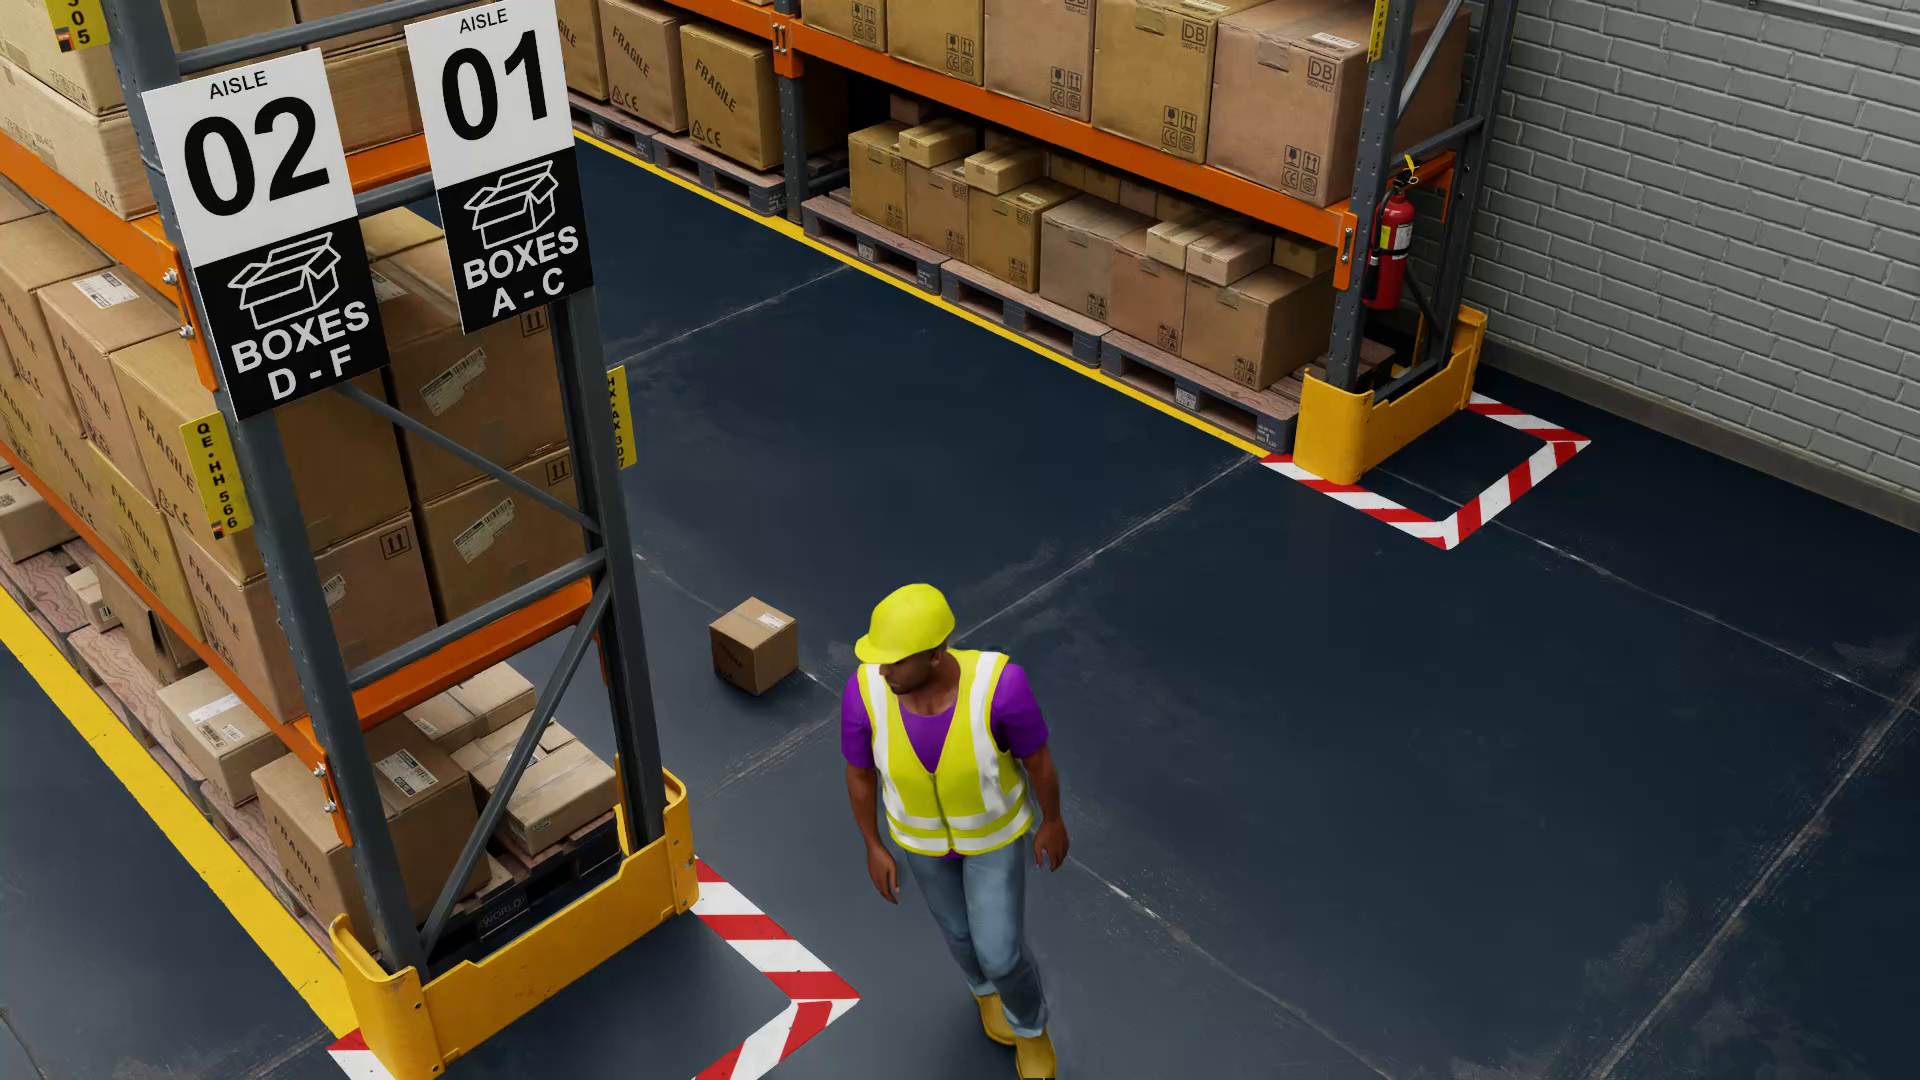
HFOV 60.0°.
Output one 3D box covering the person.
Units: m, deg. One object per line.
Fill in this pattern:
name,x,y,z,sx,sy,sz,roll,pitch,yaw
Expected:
person,-0.011,0.867,4.870,0.671,1.751,0.485,4,35,6
